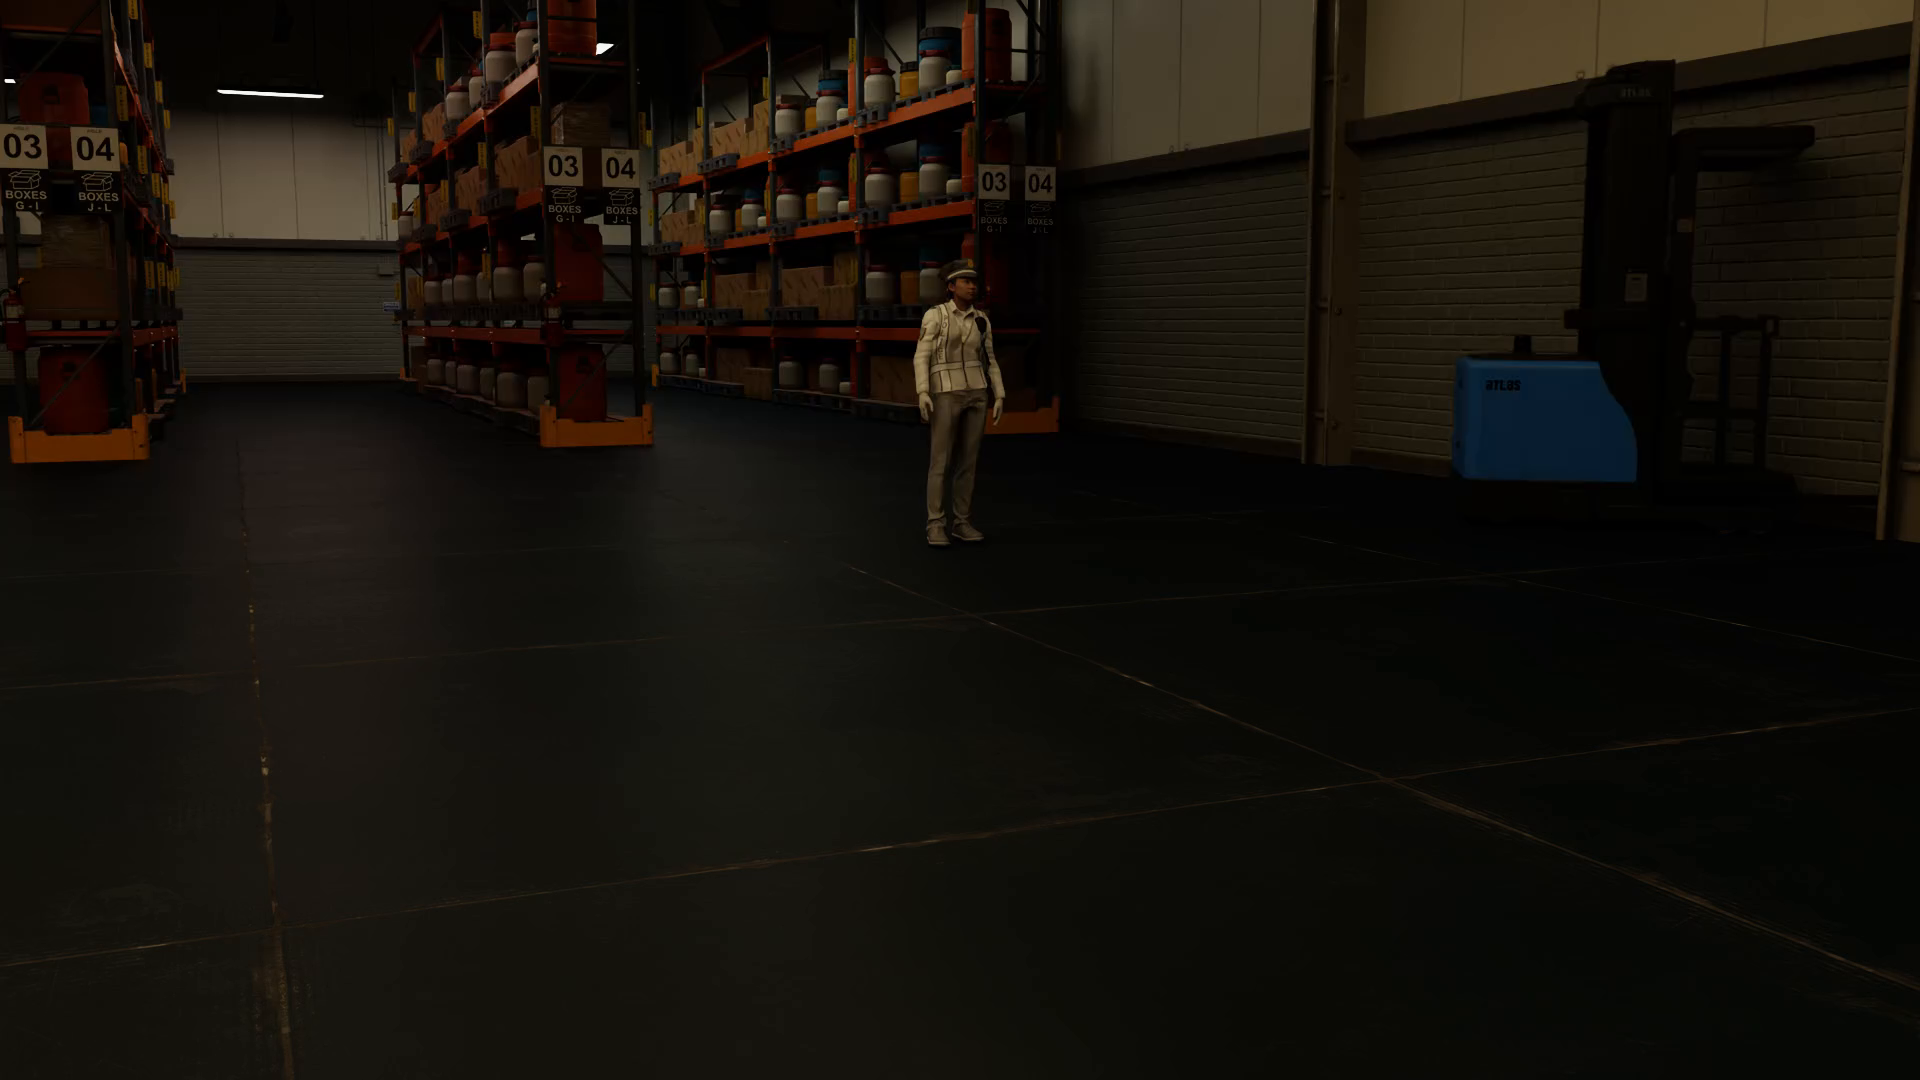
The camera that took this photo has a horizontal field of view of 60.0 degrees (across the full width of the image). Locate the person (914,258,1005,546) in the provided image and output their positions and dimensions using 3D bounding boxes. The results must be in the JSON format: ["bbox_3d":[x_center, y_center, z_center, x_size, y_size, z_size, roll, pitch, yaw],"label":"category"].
[{"bbox_3d":[0.021,-0.839,9.977,0.586,1.694,0.530,-3,8,-23],"label":"person"}]

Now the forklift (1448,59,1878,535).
[{"bbox_3d":[4.832,-1.563,10.796,3.031,2.935,1.130,2,8,11],"label":"forklift"}]
